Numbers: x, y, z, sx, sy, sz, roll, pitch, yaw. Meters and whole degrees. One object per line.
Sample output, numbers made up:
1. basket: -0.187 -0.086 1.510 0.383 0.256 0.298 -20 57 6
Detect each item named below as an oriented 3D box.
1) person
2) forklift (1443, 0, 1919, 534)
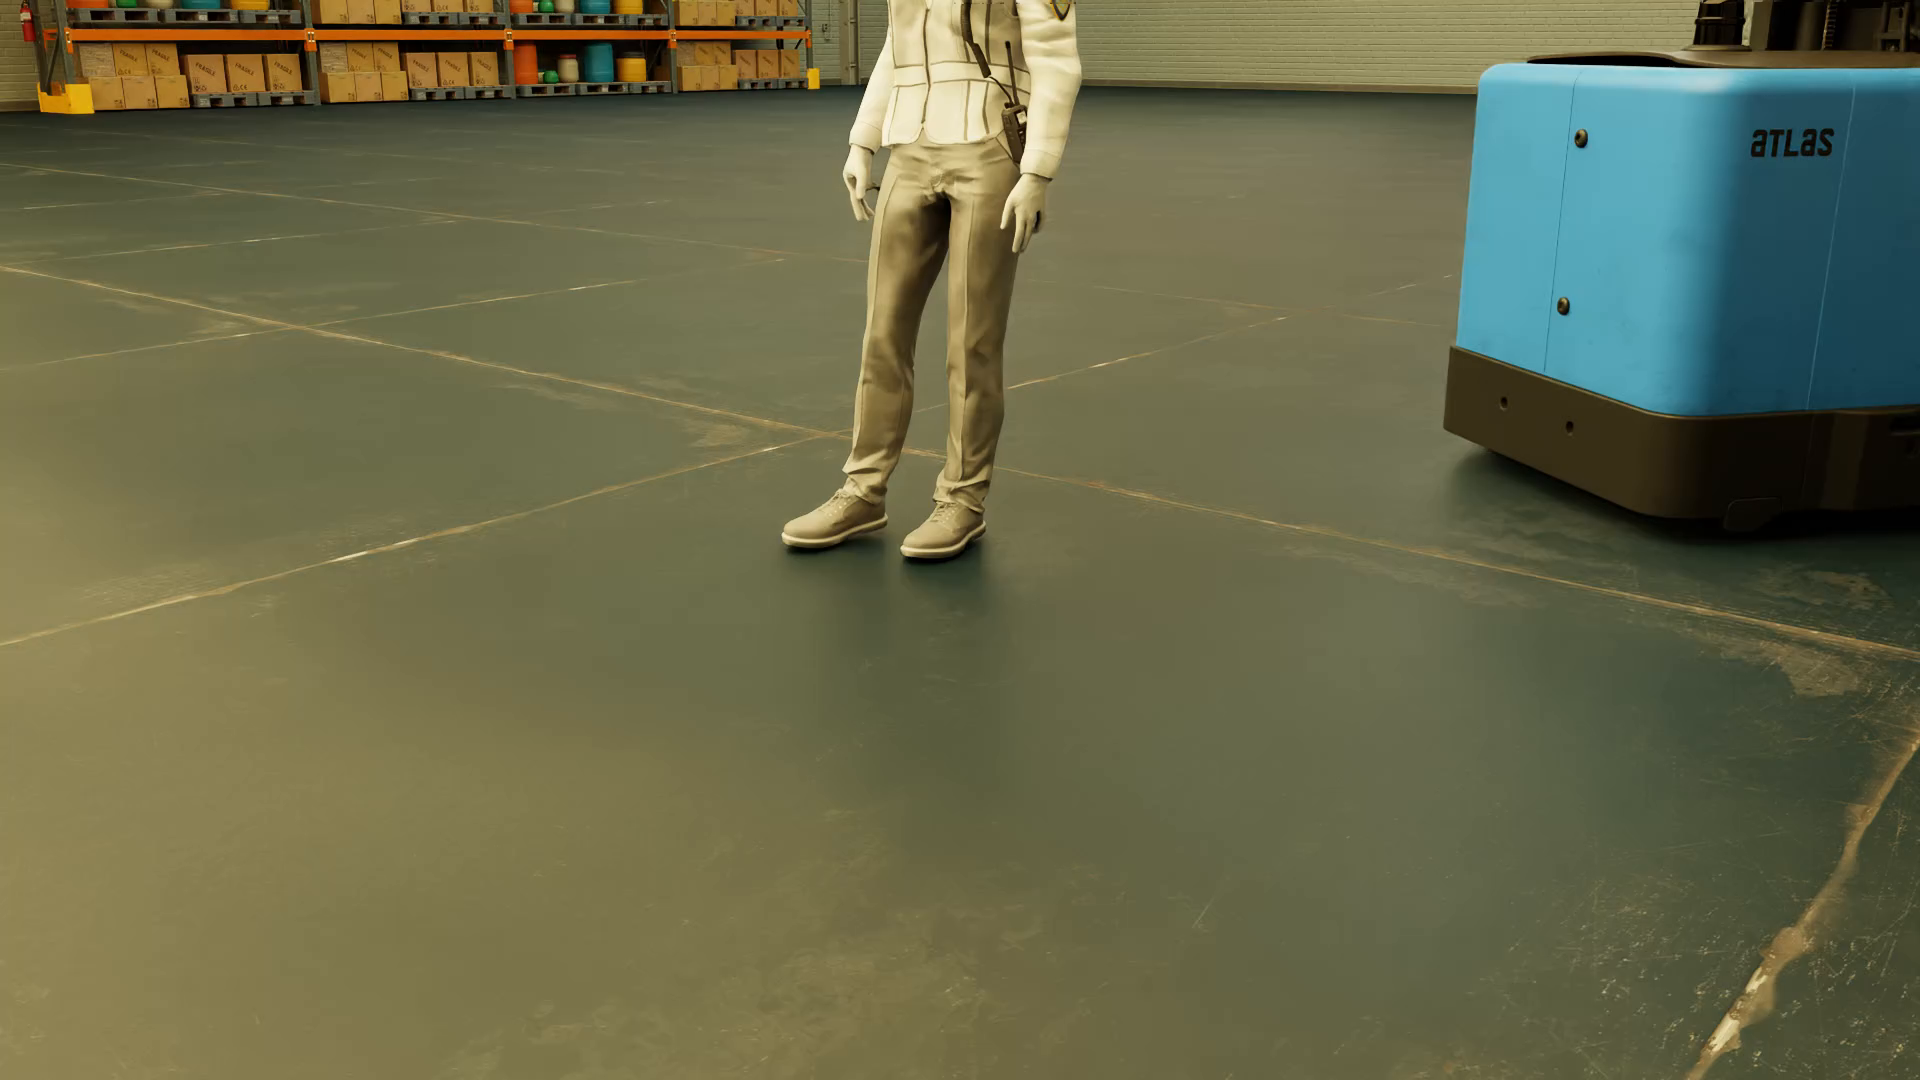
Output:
1. person: -0.048 -0.804 3.648 0.588 1.696 0.533 13 21 37
2. forklift: 2.951 -1.628 4.257 3.031 2.935 1.130 -4 17 -13
